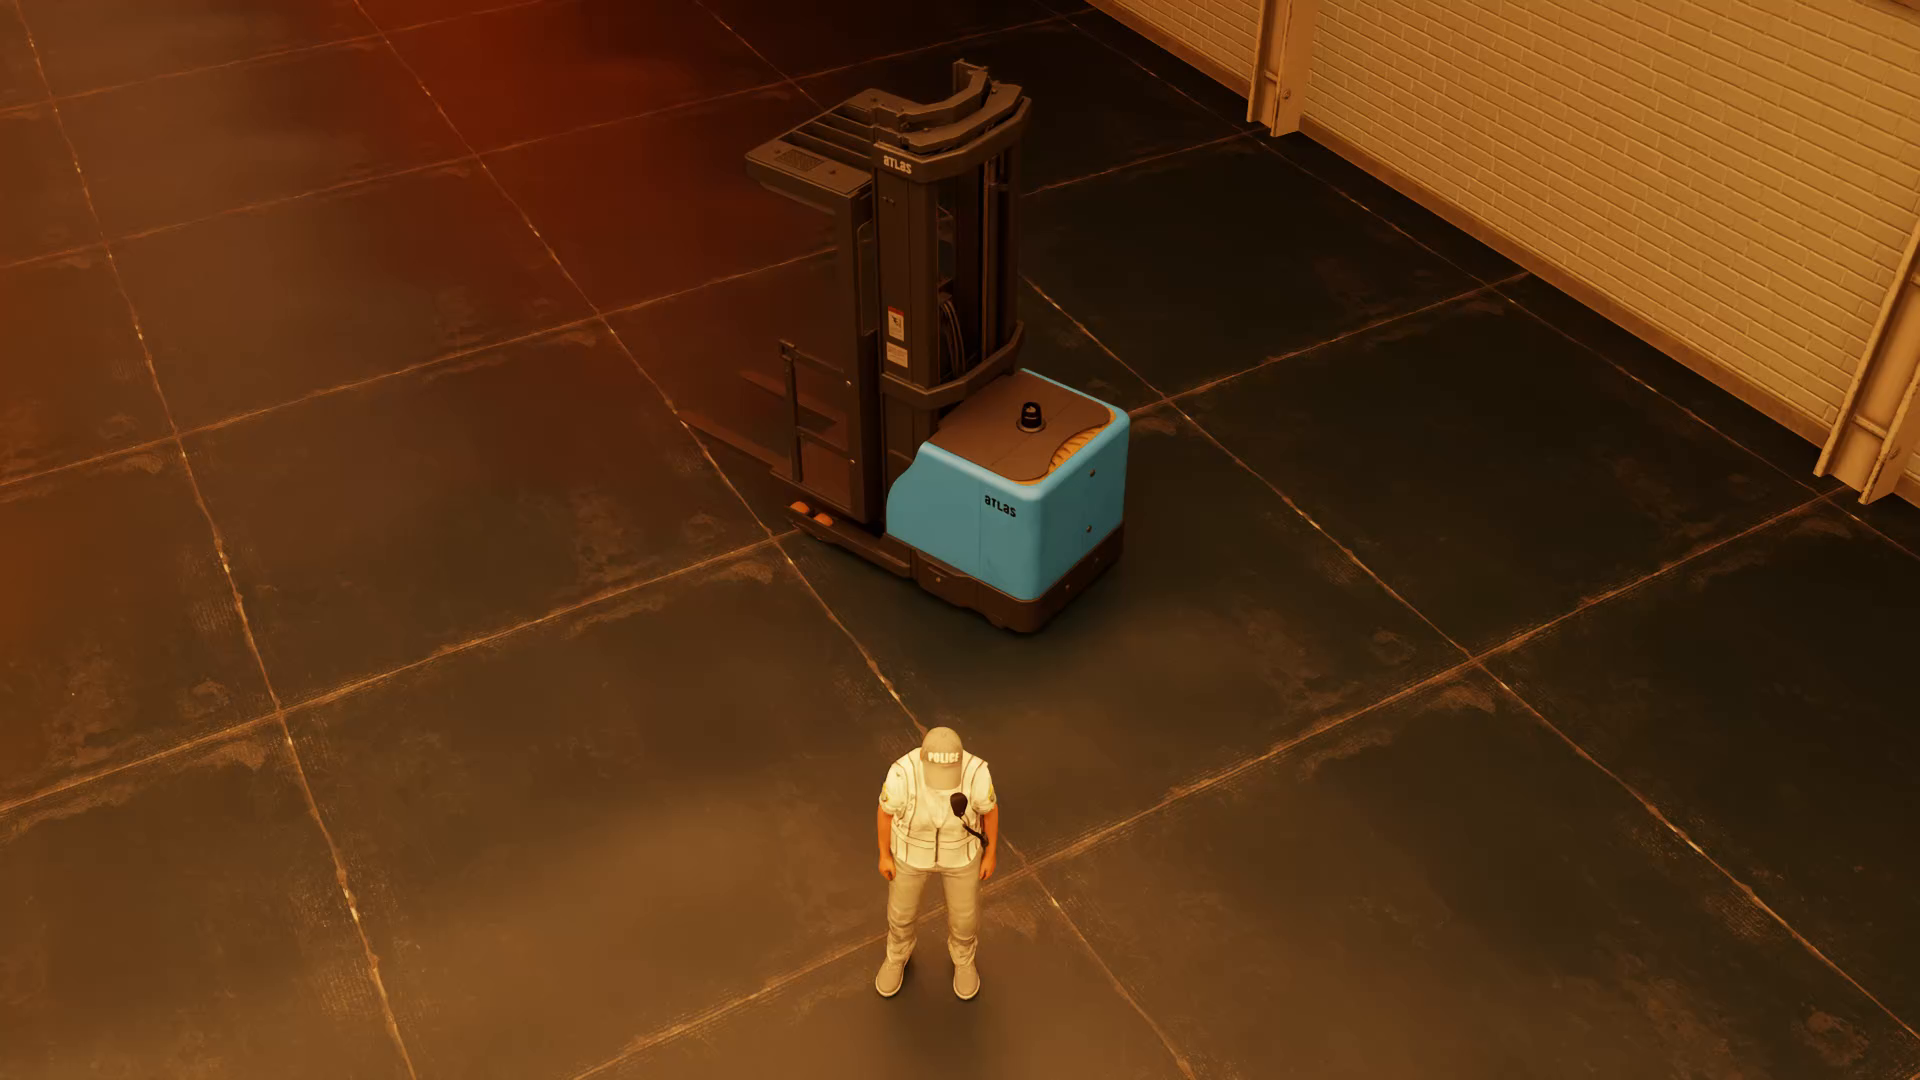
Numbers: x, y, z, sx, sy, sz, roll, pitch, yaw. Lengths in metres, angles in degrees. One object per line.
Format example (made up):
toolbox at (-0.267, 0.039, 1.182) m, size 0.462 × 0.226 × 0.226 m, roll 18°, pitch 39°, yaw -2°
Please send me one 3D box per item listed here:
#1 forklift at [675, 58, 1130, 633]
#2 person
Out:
forklift at (-0.481, -1.366, 9.683) m, size 3.031 × 2.935 × 1.130 m, roll 26°, pitch 46°, yaw 28°
person at (-0.114, 1.398, 7.345) m, size 0.562 × 1.665 × 0.471 m, roll 0°, pitch 40°, yaw 0°
